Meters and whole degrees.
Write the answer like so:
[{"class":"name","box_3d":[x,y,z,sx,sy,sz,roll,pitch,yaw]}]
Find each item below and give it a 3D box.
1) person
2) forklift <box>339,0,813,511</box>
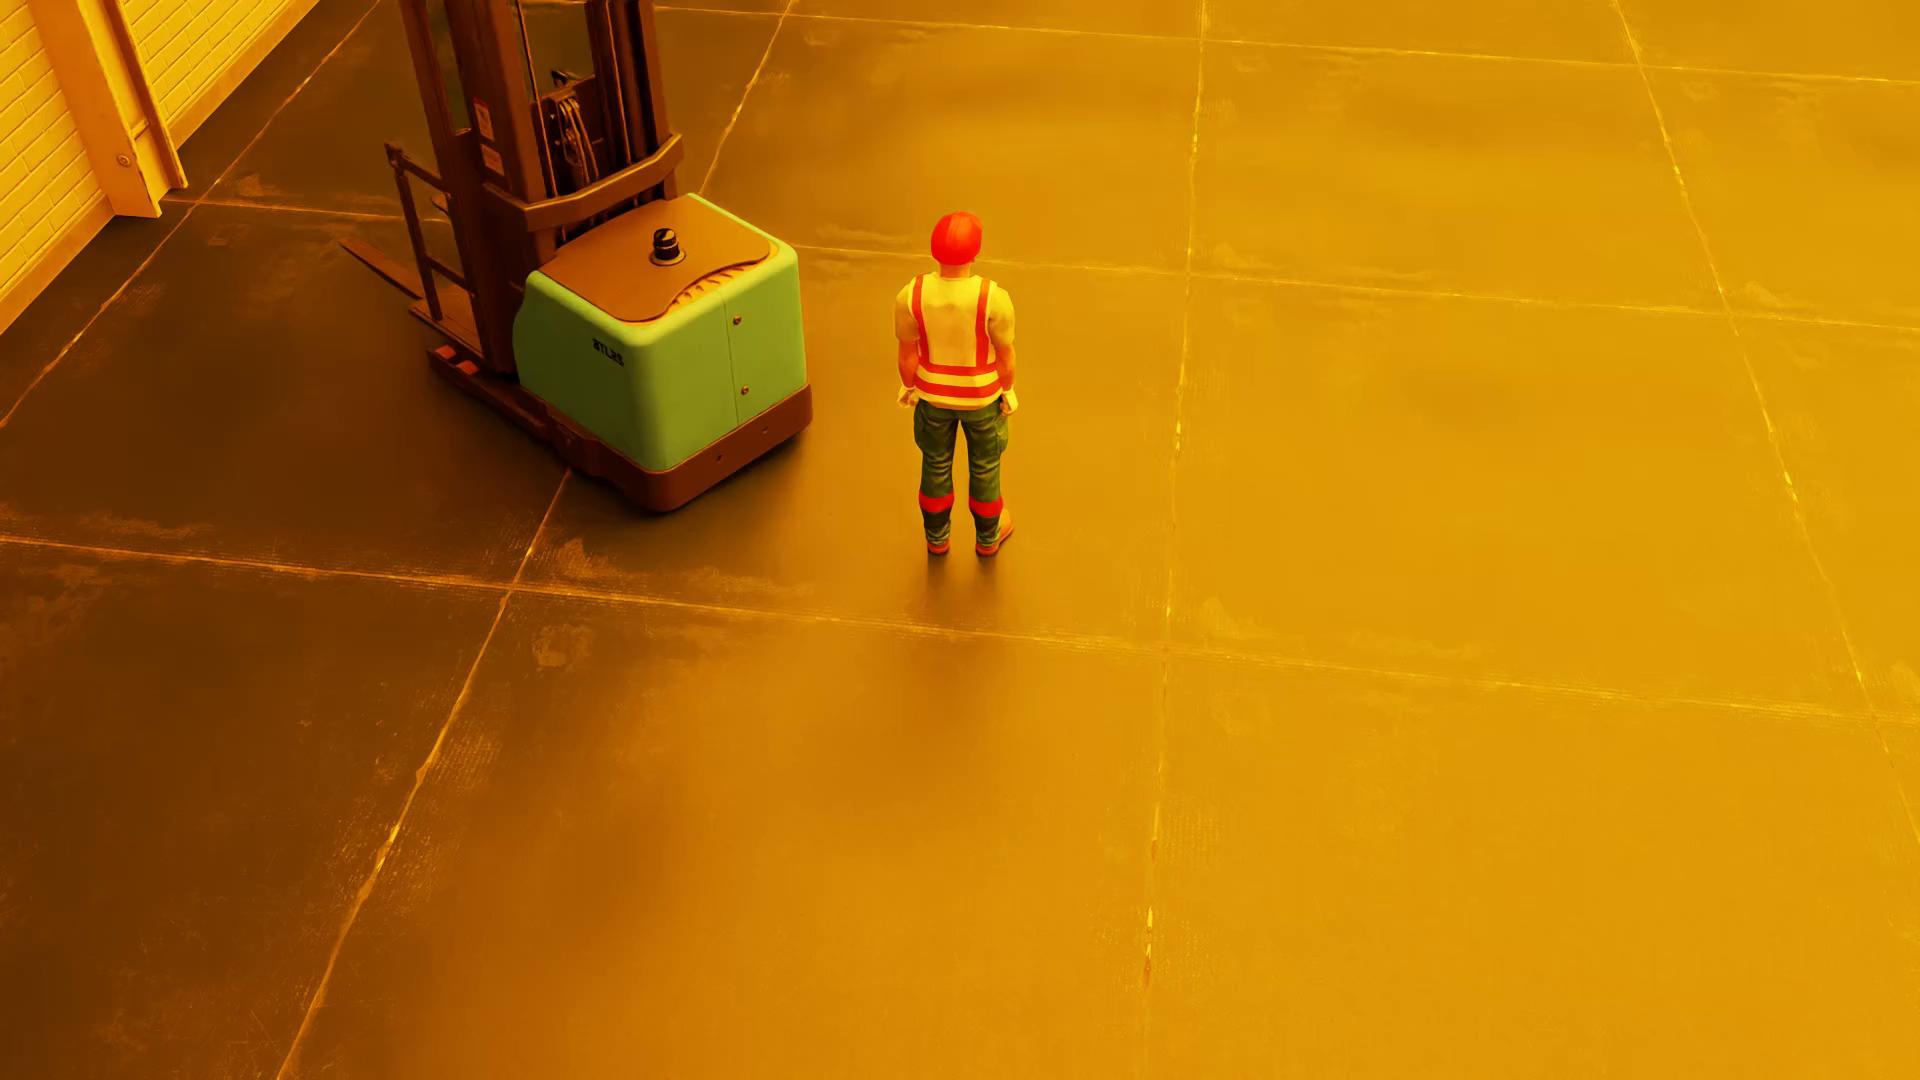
[{"class":"person","box_3d":[-0.009,-0.667,7.294,0.536,1.795,0.369,5,43,6]},{"class":"forklift","box_3d":[-2.175,-2.086,7.995,3.031,2.935,1.130,32,51,30]}]
